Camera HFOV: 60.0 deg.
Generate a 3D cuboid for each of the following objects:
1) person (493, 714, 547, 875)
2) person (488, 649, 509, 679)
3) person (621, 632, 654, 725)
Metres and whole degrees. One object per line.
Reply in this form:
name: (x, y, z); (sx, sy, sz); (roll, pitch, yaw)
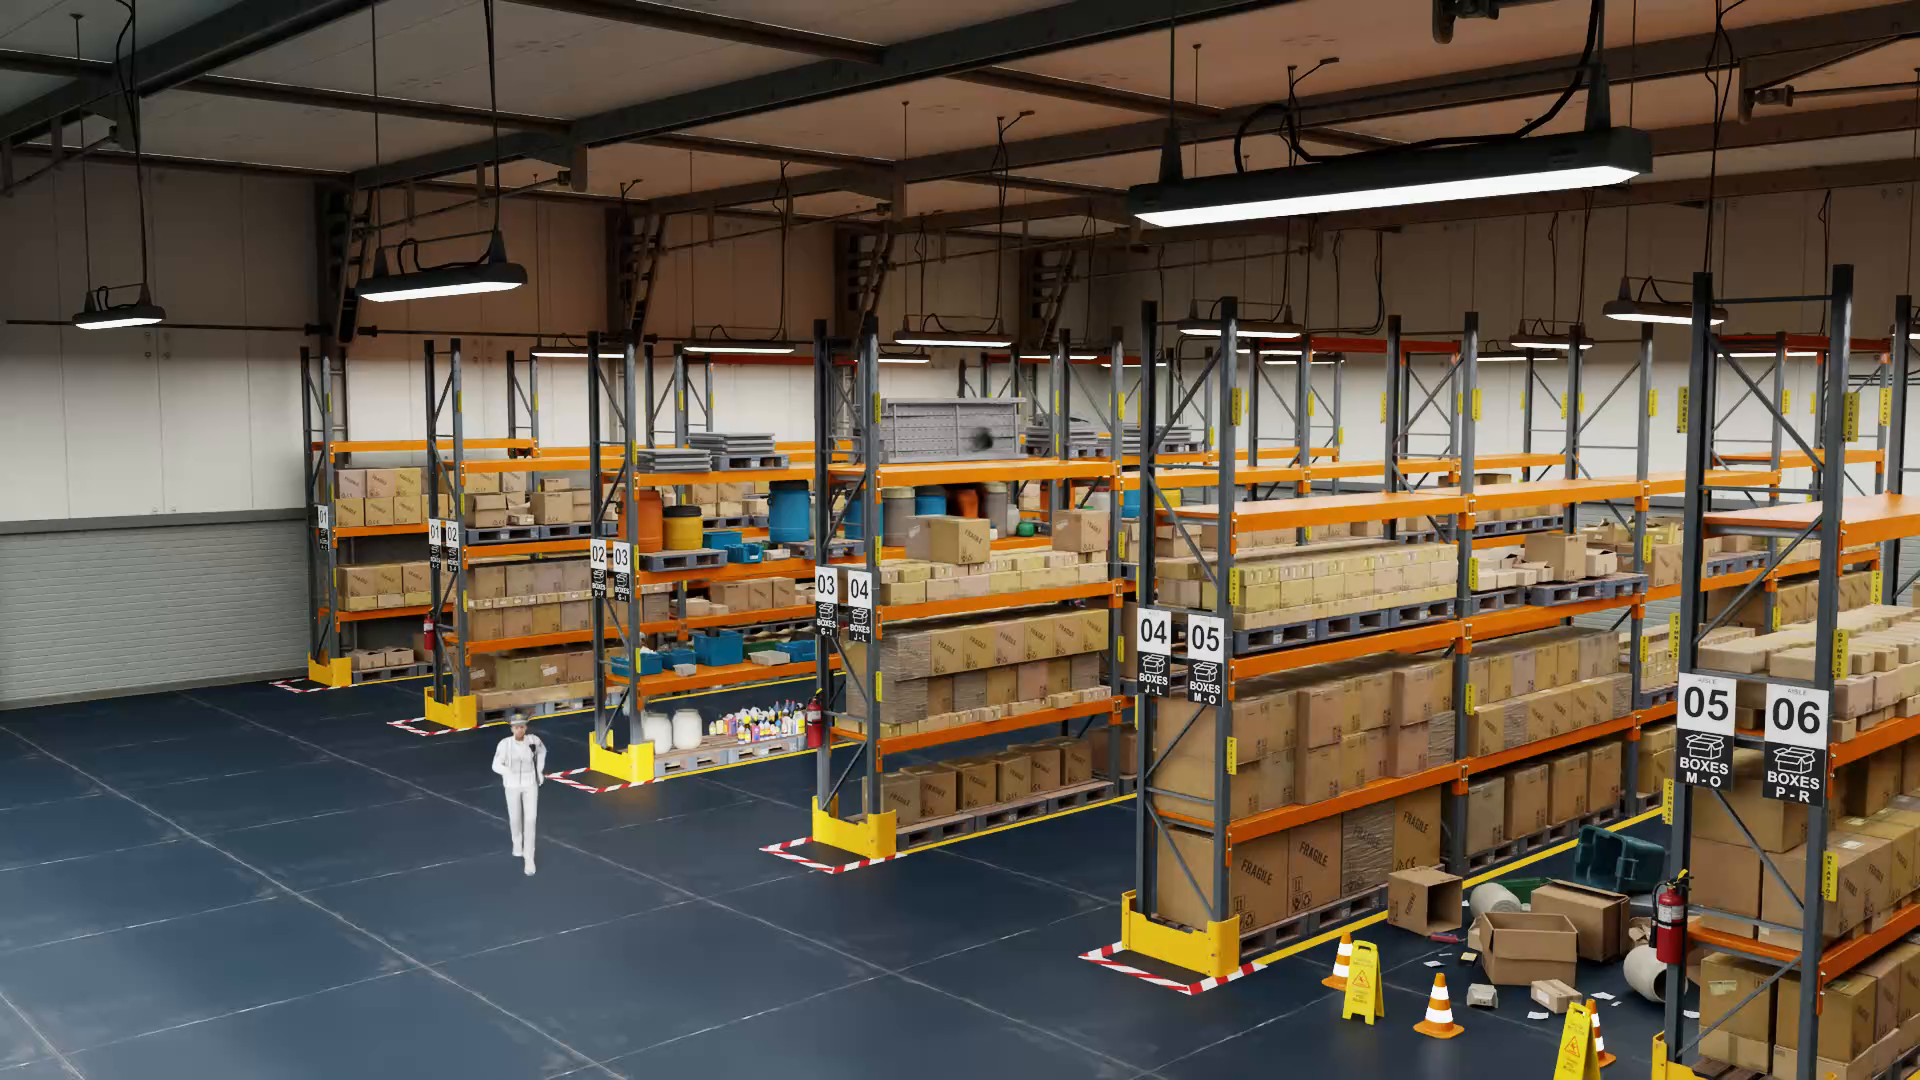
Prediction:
person: (-4.812, 2.721, 18.199); (0.562, 1.713, 0.857); (-1, 5, -12)
person: (-7.770, 1.813, 28.204); (0.669, 1.703, 0.959); (5, 7, 43)
person: (-4.778, 2.177, 24.886); (0.605, 1.601, 0.578); (2, 6, 26)
